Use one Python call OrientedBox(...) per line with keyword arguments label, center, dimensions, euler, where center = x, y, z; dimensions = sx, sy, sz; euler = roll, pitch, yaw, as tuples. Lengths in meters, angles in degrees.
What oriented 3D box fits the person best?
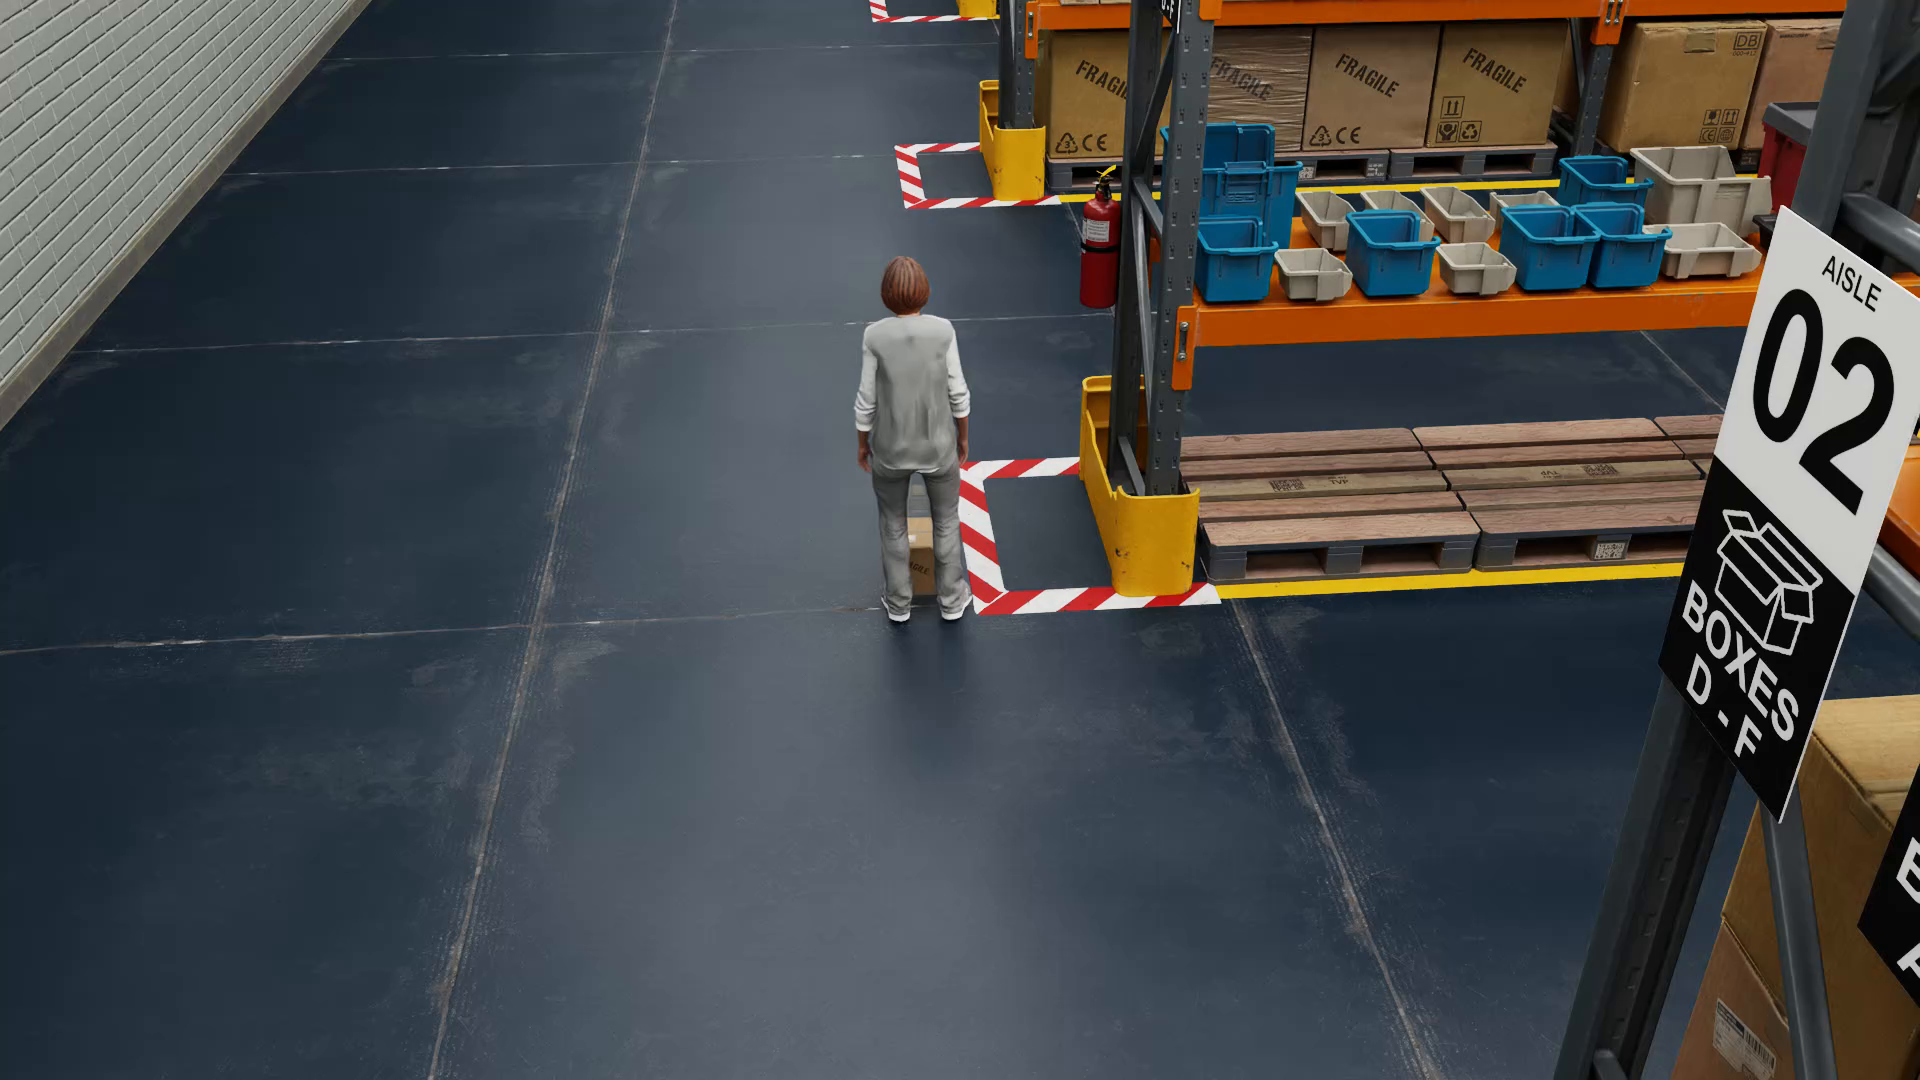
OrientedBox(label="person", center=(-0.181, -0.378, 6.762), dimensions=(0.475, 1.591, 0.318), euler=(-3, 32, -4))
